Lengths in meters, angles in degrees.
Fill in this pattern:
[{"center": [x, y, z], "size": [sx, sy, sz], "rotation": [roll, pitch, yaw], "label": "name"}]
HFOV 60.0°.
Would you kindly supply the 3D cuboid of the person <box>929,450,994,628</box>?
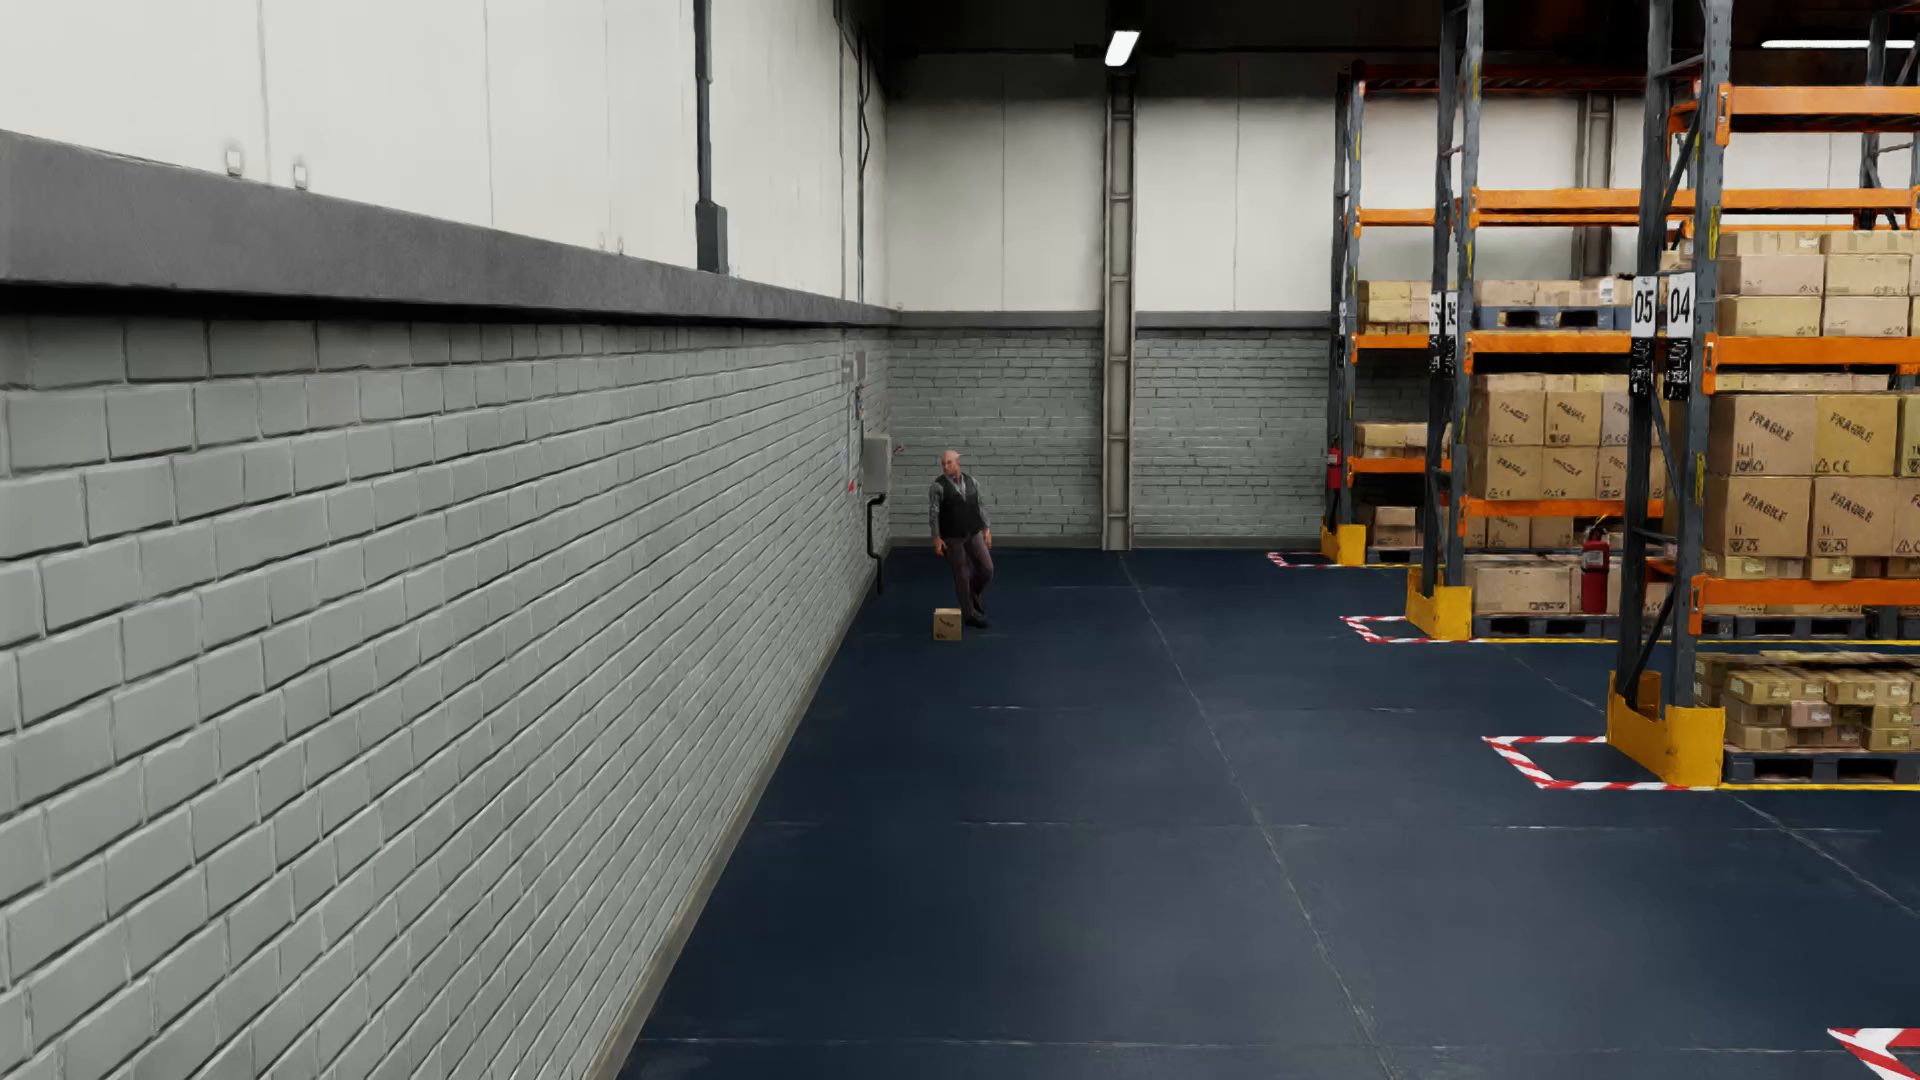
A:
[{"center": [0.019, -0.013, 16.026], "size": [0.619, 1.711, 0.487], "rotation": [-4, 8, -29], "label": "person"}]
